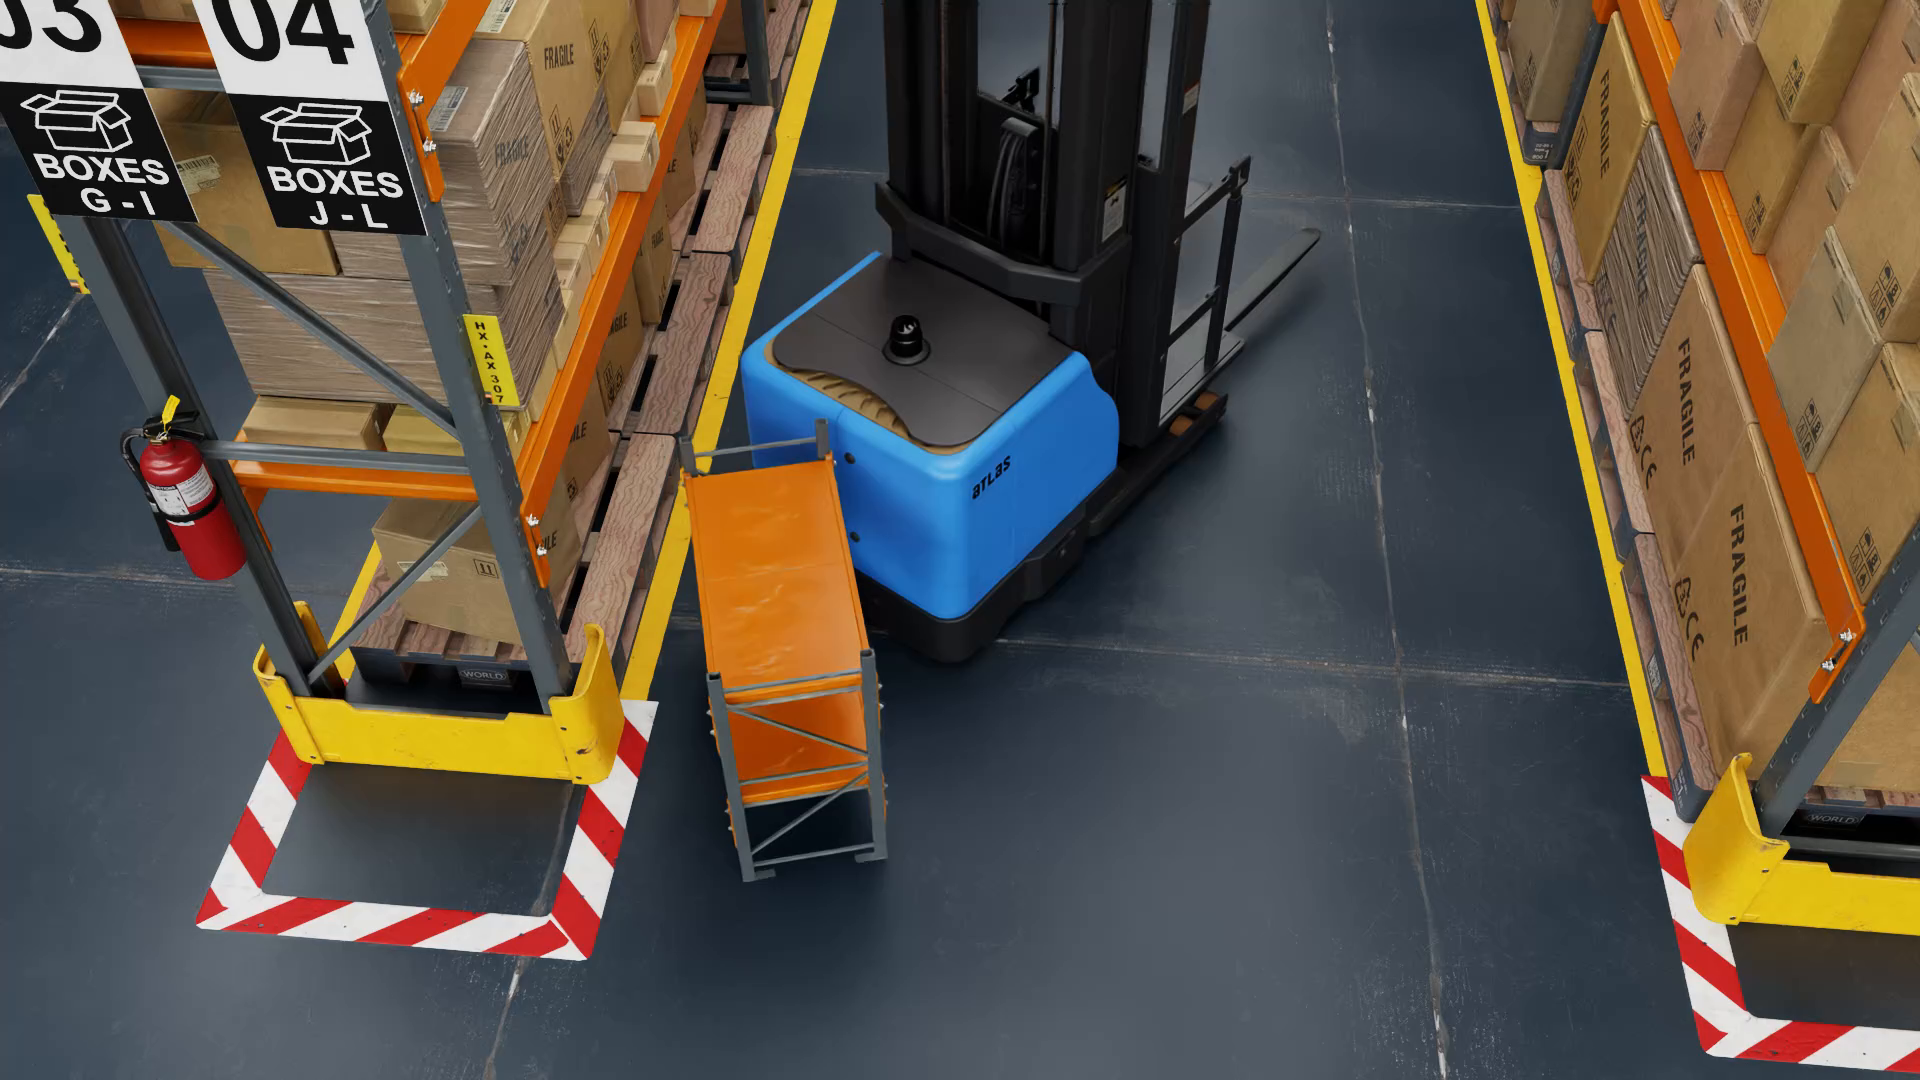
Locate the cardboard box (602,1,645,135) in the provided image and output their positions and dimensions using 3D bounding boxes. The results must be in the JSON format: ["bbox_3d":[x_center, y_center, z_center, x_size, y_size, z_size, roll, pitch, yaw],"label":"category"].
[{"bbox_3d":[-1.691,-1.883,6.196,0.875,0.500,0.500,4,48,4],"label":"cardboard box"}]

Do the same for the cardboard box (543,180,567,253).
[{"bbox_3d":[-1.837,-1.152,5.527,0.875,0.500,0.500,4,48,4],"label":"cardboard box"}]

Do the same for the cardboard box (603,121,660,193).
[{"bbox_3d":[-1.344,-1.444,6.234,0.380,0.149,0.250,4,48,4],"label":"cardboard box"}]

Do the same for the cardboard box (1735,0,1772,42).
[{"bbox_3d":[3.266,-2.118,5.847,0.875,0.550,0.550,4,48,4],"label":"cardboard box"}]

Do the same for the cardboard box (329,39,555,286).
[{"bbox_3d":[-1.519,-1.097,4.800,0.500,0.500,0.500,4,48,4],"label":"cardboard box"}]

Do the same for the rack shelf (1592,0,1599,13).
[{"bbox_3d":[3.636,-3.998,8.888,1.077,0.370,4.000,4,48,4],"label":"rack shelf"}]

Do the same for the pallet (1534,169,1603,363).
[{"bbox_3d":[3.307,-1.277,7.801,1.003,0.211,1.213,4,48,4],"label":"pallet"}]

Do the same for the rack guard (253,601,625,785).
[{"bbox_3d":[-1.834,0.548,5.936,1.175,0.500,0.348,4,48,4],"label":"rack guard"}]

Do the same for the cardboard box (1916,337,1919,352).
[{"bbox_3d":[3.162,-0.517,4.383,0.875,0.550,0.550,4,48,4],"label":"cardboard box"}]

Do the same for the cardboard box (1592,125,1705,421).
[{"bbox_3d":[3.249,-1.076,6.883,0.875,0.875,0.875,4,48,4],"label":"cardboard box"}]

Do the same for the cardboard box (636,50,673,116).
[{"bbox_3d":[-1.354,-1.815,6.574,0.380,0.149,0.250,4,48,4],"label":"cardboard box"}]

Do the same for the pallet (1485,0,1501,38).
[{"bbox_3d":[3.558,-3.301,9.652,1.003,0.211,1.213,4,48,4],"label":"pallet"}]

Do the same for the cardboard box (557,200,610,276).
[{"bbox_3d":[-1.466,-1.082,5.903,0.380,0.149,0.250,4,48,4],"label":"cardboard box"}]

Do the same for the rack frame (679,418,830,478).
[{"bbox_3d":[-0.693,0.012,6.003,0.500,1.125,0.032,-8,48,-7],"label":"rack frame"}]

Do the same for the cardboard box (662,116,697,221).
[{"bbox_3d":[-1.597,-1.765,7.767,0.500,0.500,0.500,18,50,16],"label":"cardboard box"}]

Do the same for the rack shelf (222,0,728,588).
[{"bbox_3d":[-1.658,-1.467,6.572,1.077,0.370,4.000,4,48,4],"label":"rack shelf"}]

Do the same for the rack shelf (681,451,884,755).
[{"bbox_3d":[-0.596,0.182,5.450,0.538,0.278,1.000,-8,48,-7],"label":"rack shelf"}]

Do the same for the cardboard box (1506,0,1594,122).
[{"bbox_3d":[3.421,-2.616,8.376,1.050,0.750,0.750,4,48,3],"label":"cardboard box"}]

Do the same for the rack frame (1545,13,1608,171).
[{"bbox_3d":[3.454,-2.771,7.278,1.000,3.000,0.127,4,48,4],"label":"rack frame"}]

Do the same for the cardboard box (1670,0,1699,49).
[{"bbox_3d":[3.405,-2.144,6.603,0.875,0.550,0.550,4,48,4],"label":"cardboard box"}]

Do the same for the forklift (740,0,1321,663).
[{"bbox_3d":[0.500,-1.563,6.220,1.130,2.935,3.031,30,54,25],"label":"forklift"}]

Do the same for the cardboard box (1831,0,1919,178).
[{"bbox_3d":[3.306,-1.330,5.126,0.875,0.550,0.550,4,48,4],"label":"cardboard box"}]

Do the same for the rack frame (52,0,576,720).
[{"bbox_3d":[-1.841,-0.240,4.963,1.000,3.000,0.127,4,48,4],"label":"rack frame"}]

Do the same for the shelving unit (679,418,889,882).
[{"bbox_3d":[-0.596,0.380,5.666,0.538,1.125,1.048,-8,48,-7],"label":"shelving unit"}]

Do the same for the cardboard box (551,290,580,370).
[{"bbox_3d":[-1.498,-0.714,5.566,0.380,0.149,0.250,4,48,4],"label":"cardboard box"}]

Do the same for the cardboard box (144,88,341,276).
[{"bbox_3d":[-2.037,-1.132,4.832,0.500,0.500,0.500,4,48,4],"label":"cardboard box"}]

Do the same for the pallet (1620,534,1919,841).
[{"bbox_3d":[3.084,0.516,6.161,1.003,0.211,1.213,4,48,4],"label":"pallet"}]

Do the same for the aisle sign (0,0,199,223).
[{"bbox_3d":[-2.145,-1.092,3.980,0.394,0.787,0.004,4,48,4],"label":"aisle sign"}]

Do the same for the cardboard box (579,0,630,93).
[{"bbox_3d":[-1.422,-1.832,5.472,0.500,0.500,0.500,4,48,4],"label":"cardboard box"}]

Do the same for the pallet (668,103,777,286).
[{"bbox_3d":[-1.502,-1.742,8.226,1.003,0.211,1.213,4,48,4],"label":"pallet"}]

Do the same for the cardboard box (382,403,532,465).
[{"bbox_3d":[-1.577,-0.349,5.232,0.380,0.149,0.250,4,48,4],"label":"cardboard box"}]

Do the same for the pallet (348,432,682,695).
[{"bbox_3d":[-1.725,0.051,6.586,1.003,0.211,1.213,4,48,4],"label":"pallet"}]

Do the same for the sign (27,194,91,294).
[{"bbox_3d":[-2.392,-0.789,4.466,0.100,0.325,0.005,4,48,4],"label":"sign"}]

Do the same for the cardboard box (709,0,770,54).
[{"bbox_3d":[-1.399,-2.934,8.822,0.700,0.500,0.500,1,48,1],"label":"cardboard box"}]

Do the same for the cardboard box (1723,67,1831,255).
[{"bbox_3d":[3.290,-1.359,5.885,0.875,0.550,0.500,4,48,4],"label":"cardboard box"}]

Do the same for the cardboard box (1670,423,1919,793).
[{"bbox_3d":[3.085,0.241,5.678,0.875,0.875,0.875,4,48,4],"label":"cardboard box"}]

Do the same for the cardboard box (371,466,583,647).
[{"bbox_3d":[-1.767,0.004,6.149,0.500,0.500,0.500,12,49,11],"label":"cardboard box"}]

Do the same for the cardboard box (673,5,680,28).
[{"bbox_3d":[-1.384,-2.188,6.915,0.380,0.149,0.250,4,48,4],"label":"cardboard box"}]

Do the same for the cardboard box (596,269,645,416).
[{"bbox_3d":[-1.671,-0.896,6.972,0.500,0.500,0.500,8,48,7],"label":"cardboard box"}]

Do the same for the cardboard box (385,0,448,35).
[{"bbox_3d":[-1.539,-1.538,4.219,0.500,0.250,0.500,5,48,5],"label":"cardboard box"}]

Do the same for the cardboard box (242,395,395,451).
[{"bbox_3d":[-2.020,-0.378,5.260,0.380,0.149,0.250,4,48,4],"label":"cardboard box"}]

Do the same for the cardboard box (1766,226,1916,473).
[{"bbox_3d":[3.107,-0.564,5.157,0.875,0.550,0.550,4,48,4],"label":"cardboard box"}]
